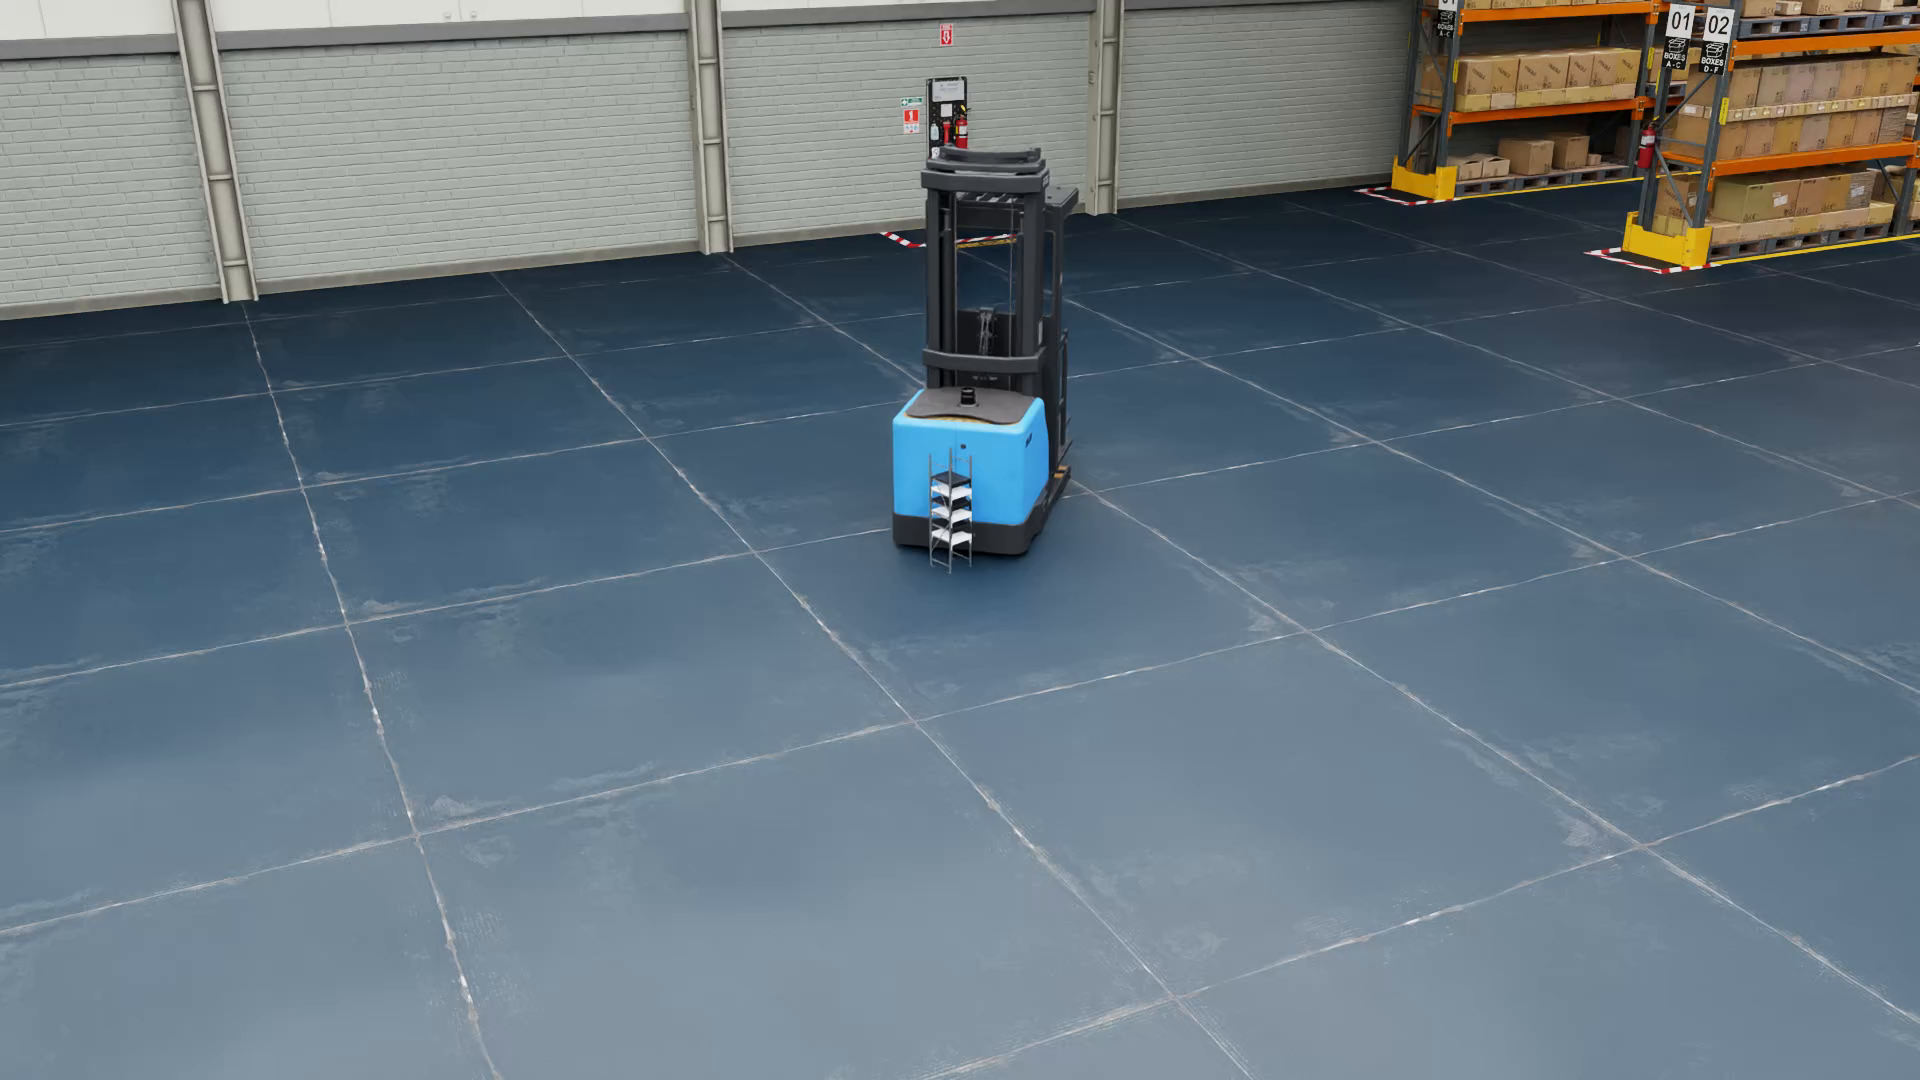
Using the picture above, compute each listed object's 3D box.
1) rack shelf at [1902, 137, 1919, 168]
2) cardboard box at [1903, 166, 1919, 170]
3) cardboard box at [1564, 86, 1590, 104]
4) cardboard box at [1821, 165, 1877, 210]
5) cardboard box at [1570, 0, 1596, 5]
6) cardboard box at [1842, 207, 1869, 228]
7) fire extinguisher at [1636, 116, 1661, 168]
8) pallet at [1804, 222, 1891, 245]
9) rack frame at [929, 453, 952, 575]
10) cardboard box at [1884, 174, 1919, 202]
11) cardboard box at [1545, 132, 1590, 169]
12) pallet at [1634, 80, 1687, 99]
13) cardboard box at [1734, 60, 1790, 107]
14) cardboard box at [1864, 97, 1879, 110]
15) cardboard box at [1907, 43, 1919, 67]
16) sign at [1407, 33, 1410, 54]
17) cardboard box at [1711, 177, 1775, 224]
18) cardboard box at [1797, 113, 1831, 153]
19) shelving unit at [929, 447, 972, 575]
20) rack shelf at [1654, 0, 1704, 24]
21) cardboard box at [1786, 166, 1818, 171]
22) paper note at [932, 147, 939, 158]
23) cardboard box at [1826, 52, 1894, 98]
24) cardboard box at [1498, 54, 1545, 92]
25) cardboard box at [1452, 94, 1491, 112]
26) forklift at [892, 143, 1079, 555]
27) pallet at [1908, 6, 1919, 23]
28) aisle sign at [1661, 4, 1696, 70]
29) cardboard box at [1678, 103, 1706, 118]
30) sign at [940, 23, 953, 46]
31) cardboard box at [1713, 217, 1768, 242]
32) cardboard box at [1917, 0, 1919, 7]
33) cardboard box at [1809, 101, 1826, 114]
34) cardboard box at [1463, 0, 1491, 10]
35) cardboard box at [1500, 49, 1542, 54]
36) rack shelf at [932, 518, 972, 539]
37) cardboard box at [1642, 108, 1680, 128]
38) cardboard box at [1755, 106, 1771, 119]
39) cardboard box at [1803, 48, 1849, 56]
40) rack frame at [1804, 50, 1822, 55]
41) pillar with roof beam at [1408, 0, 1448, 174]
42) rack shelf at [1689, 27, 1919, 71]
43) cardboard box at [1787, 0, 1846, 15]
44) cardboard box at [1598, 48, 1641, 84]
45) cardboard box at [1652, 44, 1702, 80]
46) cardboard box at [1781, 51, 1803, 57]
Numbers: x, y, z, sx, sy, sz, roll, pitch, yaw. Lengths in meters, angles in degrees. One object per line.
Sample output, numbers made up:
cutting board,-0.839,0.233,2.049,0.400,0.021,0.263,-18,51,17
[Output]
rack shelf,14.815,-5.831,24.178,4.000,0.370,1.077,-10,25,-24
cardboard box,14.170,-5.350,24.390,0.500,0.311,0.500,-11,25,-24
cardboard box,9.666,-7.126,26.537,0.500,0.250,0.500,-11,25,-24
cardboard box,12.234,-4.870,22.982,0.500,0.500,0.500,-10,25,-24
cardboard box,9.569,-8.626,25.911,0.500,0.500,0.500,-11,25,-26
cardboard box,12.235,-4.523,23.124,0.500,0.250,0.500,-10,25,-24
fire extinguisher,9.100,-5.273,21.990,0.183,0.674,0.296,-10,25,-24
pallet,12.278,-4.426,23.488,1.213,0.211,1.003,-10,25,-24
rack frame,-0.146,-0.188,12.350,0.006,0.900,0.240,-19,29,-39
cardboard box,13.493,-4.997,23.535,0.500,0.311,0.500,-10,25,-23
cardboard box,9.943,-6.400,27.306,0.500,0.500,0.500,-12,26,-28
pallet,11.612,-7.526,27.583,1.213,0.211,1.003,-10,25,-24
cardboard box,10.354,-5.984,21.781,0.500,0.500,0.700,-11,25,-25
cardboard box,12.166,-5.930,22.497,0.250,0.149,0.380,-10,25,-24
cardboard box,16.851,-8.726,29.685,0.500,0.500,0.500,-10,25,-24
sign,7.034,-7.750,25.947,0.005,0.325,0.100,-10,25,-24
cardboard box,10.438,-4.534,22.169,0.500,0.500,0.500,-10,25,-24
cardboard box,11.228,-5.545,22.416,0.500,0.500,0.700,-10,24,-22
shelving unit,-0.071,-0.214,12.414,0.210,0.900,0.258,-19,29,-39
rack shelf,12.663,-8.923,27.727,4.000,0.370,1.077,-10,25,-24
cardboard box,11.558,-4.966,23.215,0.500,0.500,0.500,-10,25,-24
paper note,-0.327,-5.484,23.551,0.142,0.148,0.016,-10,25,-24
cardboard box,12.161,-6.317,22.585,0.500,0.500,0.700,-10,25,-24
cardboard box,8.735,-7.299,25.972,0.500,0.500,0.500,-11,25,-25
cardboard box,7.834,-6.786,25.714,0.500,0.250,0.500,-11,25,-25
forklift,0.328,-1.778,13.537,1.130,2.935,3.031,5,23,13
pallet,13.802,-7.280,23.066,1.217,0.209,0.805,-12,25,-26
aisle sign,9.222,-6.459,21.357,0.004,0.787,0.394,-10,25,-24
cardboard box,9.670,-5.643,21.804,0.250,0.149,0.380,-11,25,-25
sign,-0.188,-7.001,23.032,0.199,0.298,0.001,-10,25,-24
cardboard box,10.437,-4.188,22.314,0.500,0.250,0.500,-10,25,-24
cardboard box,13.572,-7.441,22.852,0.500,0.250,0.500,-8,24,-18
cardboard box,11.241,-5.759,22.086,0.250,0.149,0.380,-10,25,-23
cardboard box,7.666,-8.285,25.088,0.500,0.500,0.500,-10,24,-22
cardboard box,8.965,-7.563,26.612,0.500,0.500,0.500,-10,25,-23
rack shelf,-0.071,-0.100,12.461,0.200,0.077,0.258,-19,29,-39
cardboard box,11.912,-7.135,28.100,0.500,0.250,0.500,-11,25,-25
cardboard box,10.317,-5.590,21.677,0.250,0.149,0.380,-10,25,-23
cardboard box,15.014,-8.387,28.866,0.500,0.500,0.500,-10,24,-22
rack frame,14.465,-8.201,28.964,0.127,3.000,1.000,-10,25,-24
pillar with roof beam,9.379,-8.577,22.027,0.400,9.000,9.100,-10,25,-24
rack shelf,11.210,-6.553,22.001,4.000,0.370,1.077,-10,25,-24
cardboard box,11.023,-7.040,21.374,0.500,0.500,0.500,-10,25,-24
cardboard box,10.569,-7.639,26.796,0.500,0.500,0.500,-10,25,-24
cardboard box,11.841,-7.950,27.651,0.500,0.500,0.700,-8,24,-18
cardboard box,14.046,-8.369,28.664,0.500,0.500,0.700,-14,26,-30
